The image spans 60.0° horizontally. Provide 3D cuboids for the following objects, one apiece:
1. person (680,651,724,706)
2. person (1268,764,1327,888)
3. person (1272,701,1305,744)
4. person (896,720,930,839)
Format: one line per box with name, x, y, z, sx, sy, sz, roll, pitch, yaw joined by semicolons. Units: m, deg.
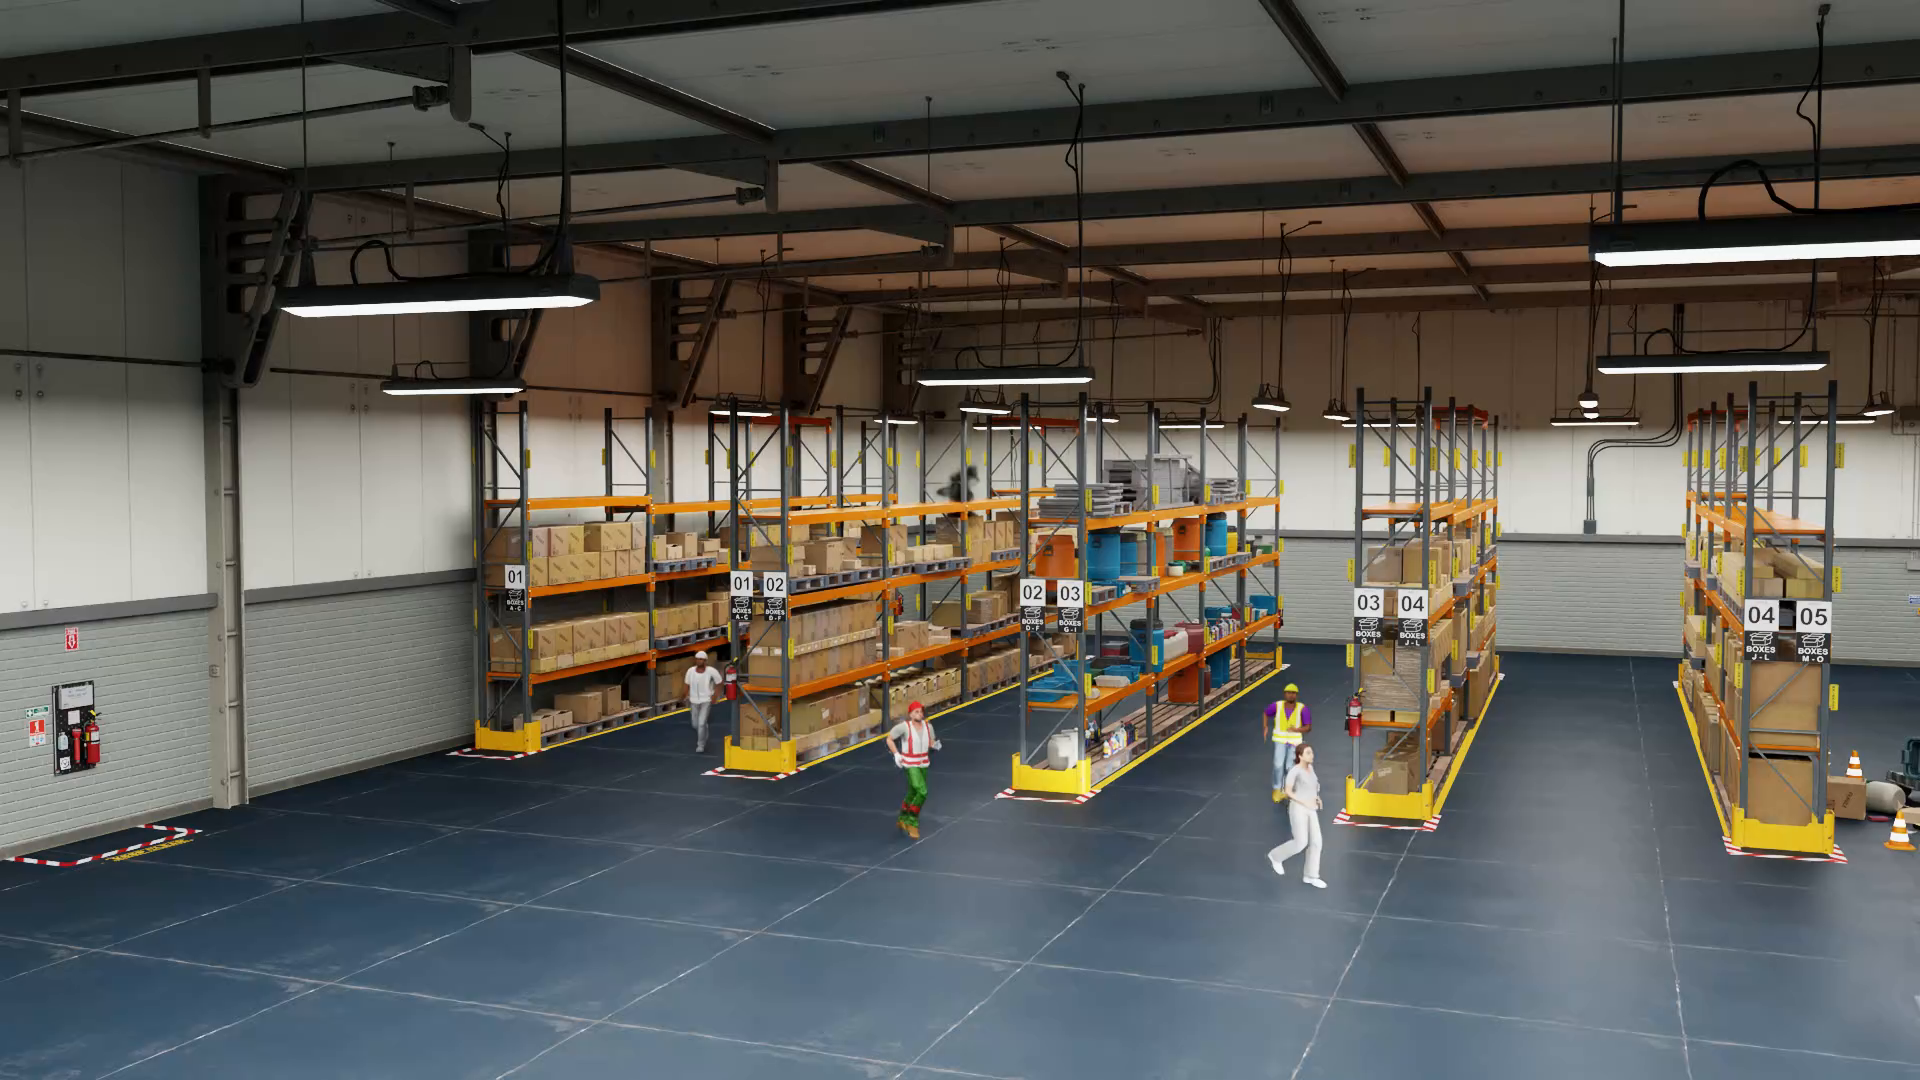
person;-4.423;2.363;28.419;0.694;0.917;0.436;1;3;11
person;4.017;3.346;19.661;0.549;1.421;0.771;-2;4;-42
person;4.785;2.651;24.186;0.487;0.623;0.369;0;3;6
person;-0.636;3.177;22.176;0.410;1.569;0.570;-2;4;-41
